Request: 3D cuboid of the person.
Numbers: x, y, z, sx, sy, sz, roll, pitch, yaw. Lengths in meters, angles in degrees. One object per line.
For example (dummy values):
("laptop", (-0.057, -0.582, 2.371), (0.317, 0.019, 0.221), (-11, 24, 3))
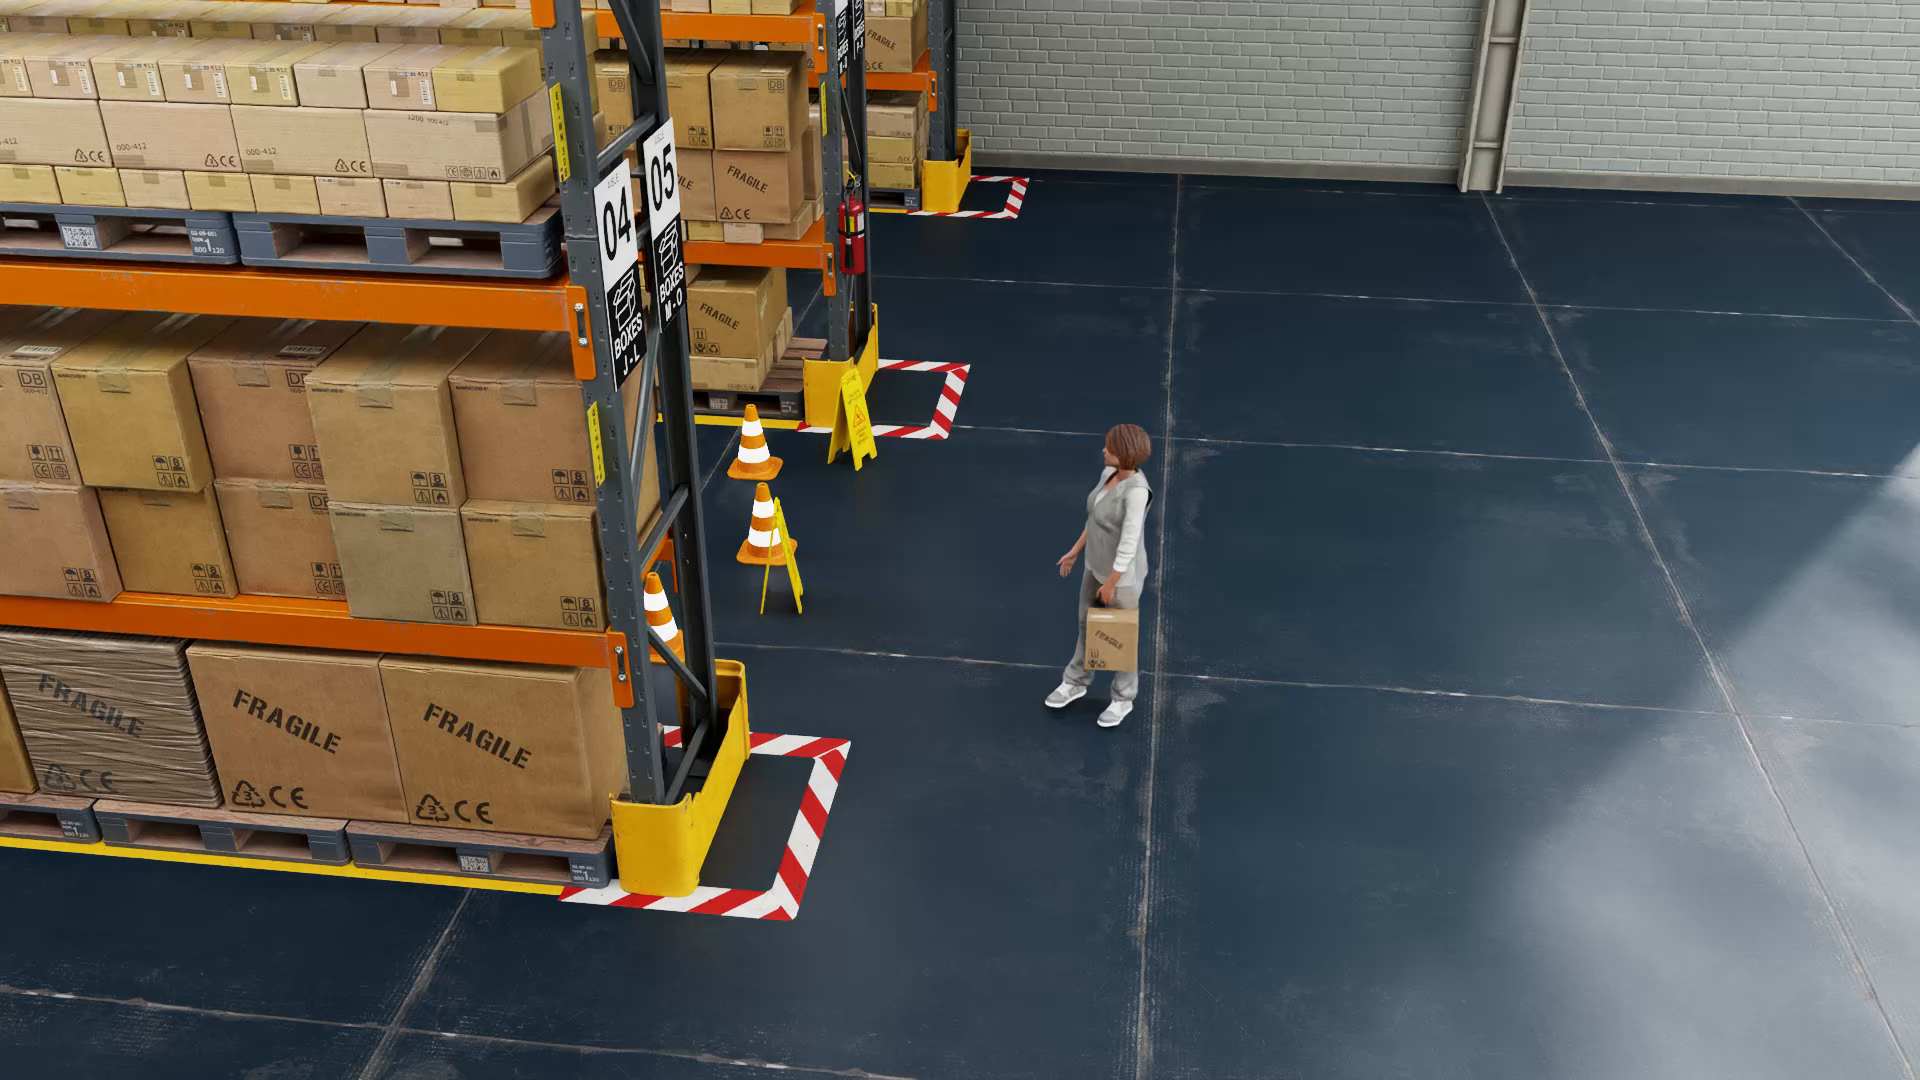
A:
("person", (0.700, 0.192, 8.268), (0.473, 1.588, 0.434), (-11, 31, -19))
